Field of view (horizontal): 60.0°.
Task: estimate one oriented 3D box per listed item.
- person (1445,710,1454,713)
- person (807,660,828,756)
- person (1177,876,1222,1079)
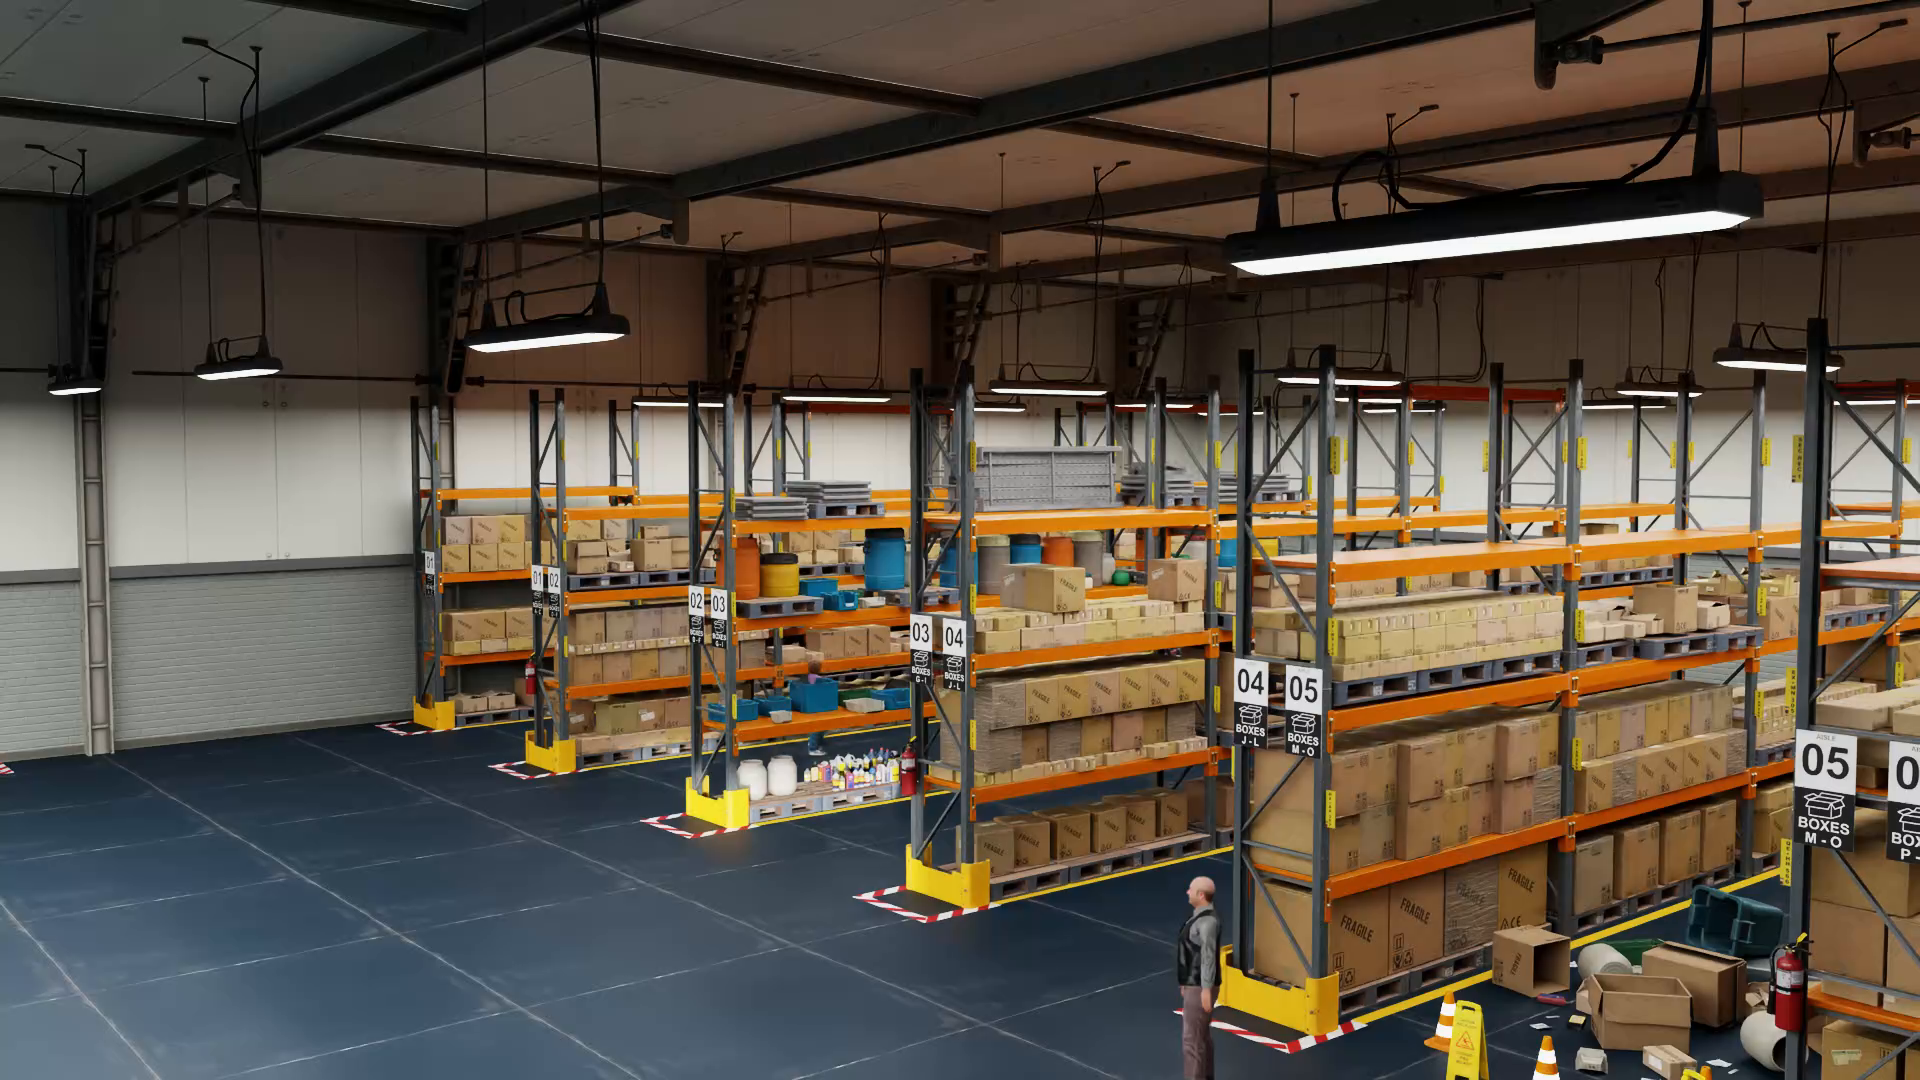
[{"bbox_3d":[6.546,2.962,22.250,0.467,1.773,0.578,1,3,16],"label":"person"},{"bbox_3d":[-2.294,2.751,27.246,0.420,1.591,0.403,0,3,-4],"label":"person"},{"bbox_3d":[1.842,3.531,13.092,0.440,1.739,0.649,1,3,8],"label":"person"}]
